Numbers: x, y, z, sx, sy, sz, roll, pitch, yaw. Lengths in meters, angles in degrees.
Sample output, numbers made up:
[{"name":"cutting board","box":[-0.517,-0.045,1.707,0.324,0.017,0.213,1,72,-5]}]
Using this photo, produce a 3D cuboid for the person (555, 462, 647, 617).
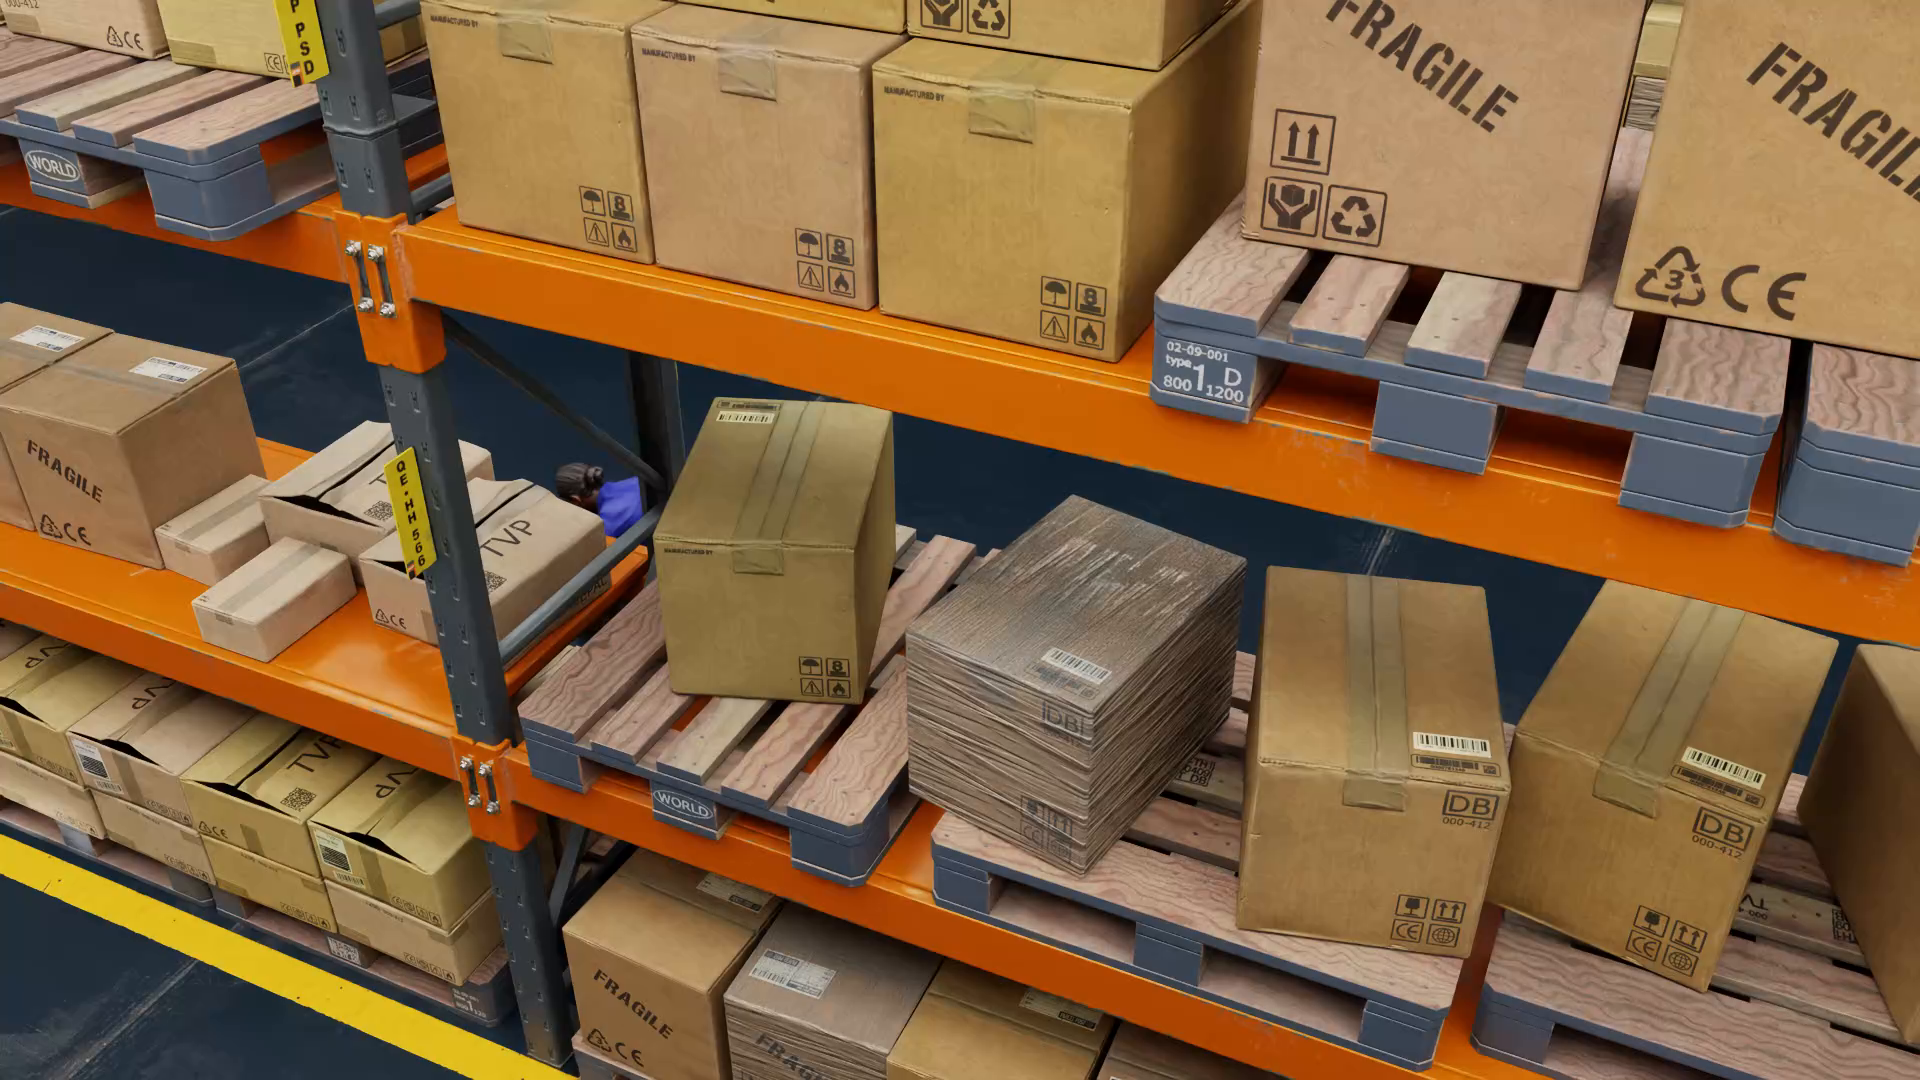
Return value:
[{"name":"person","box":[-1.255,0.073,6.824,0.811,0.810,0.480,14,36,20]}]
